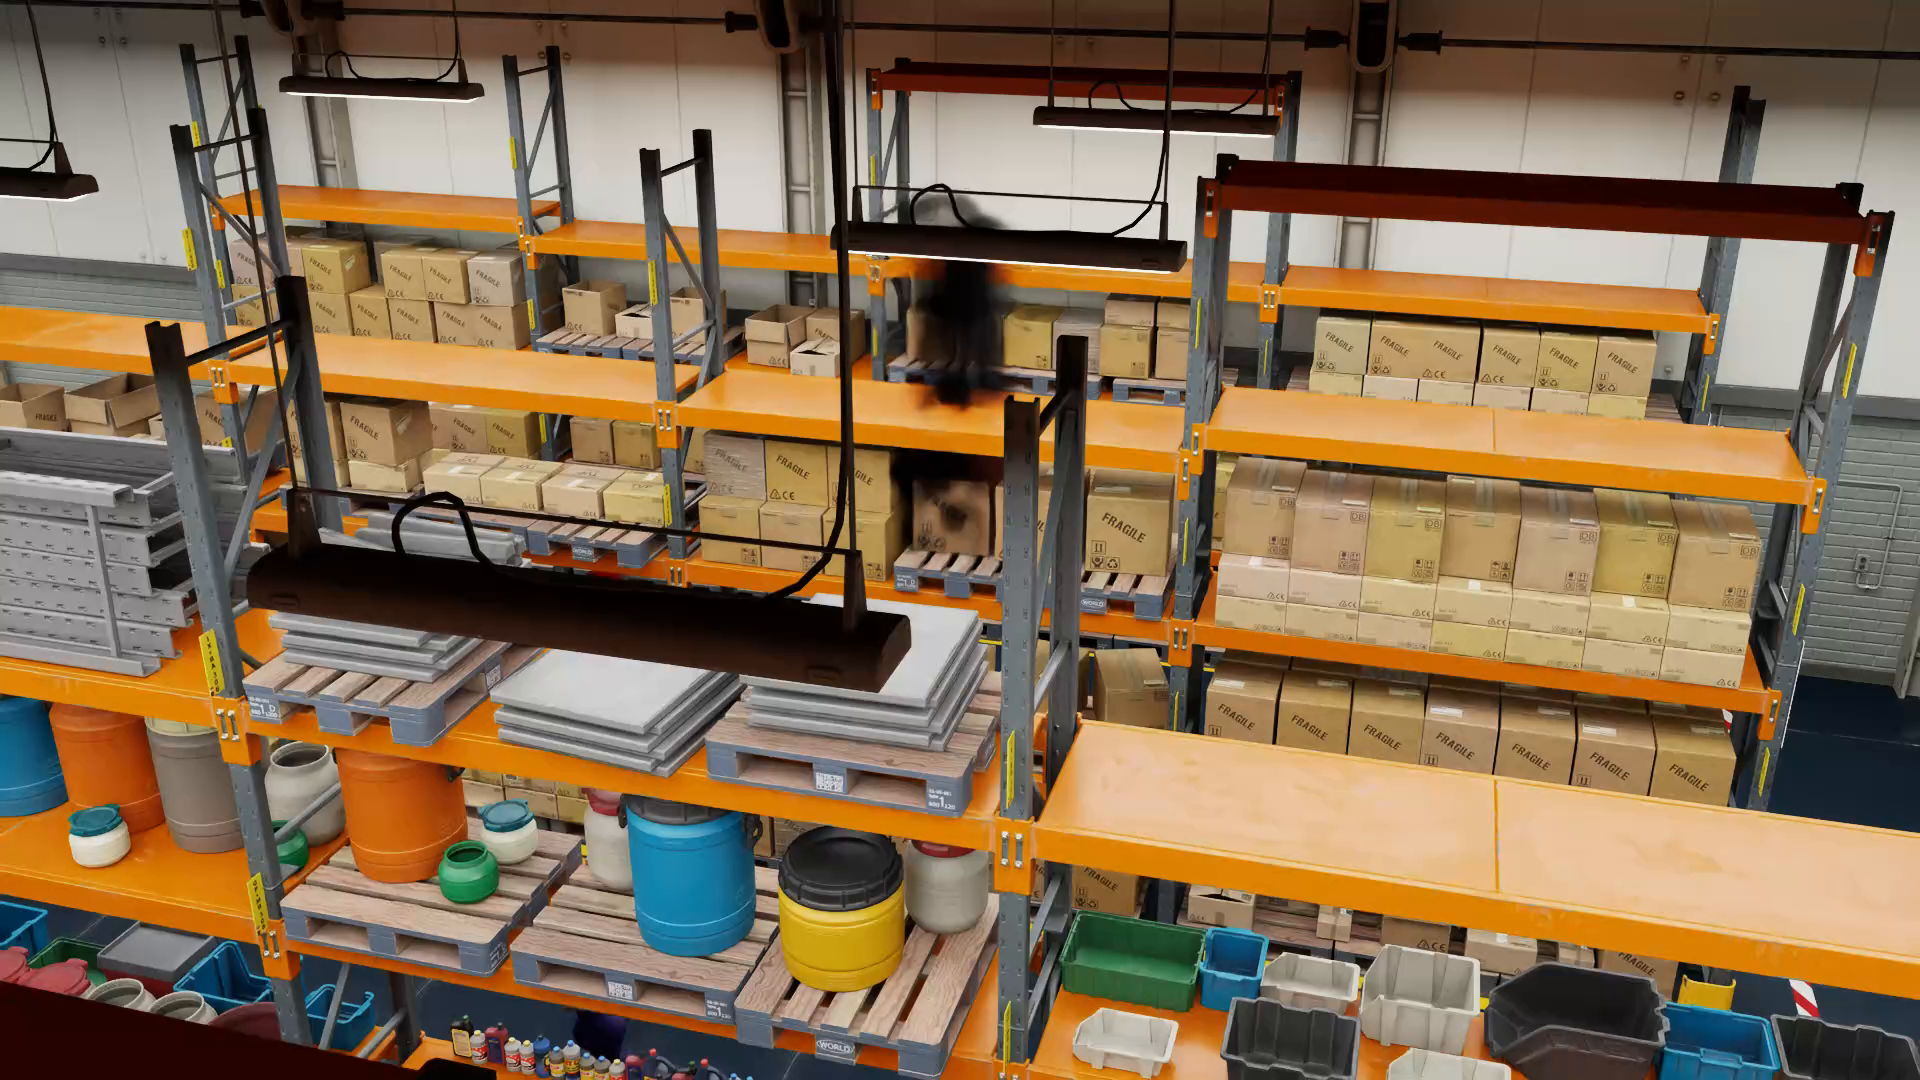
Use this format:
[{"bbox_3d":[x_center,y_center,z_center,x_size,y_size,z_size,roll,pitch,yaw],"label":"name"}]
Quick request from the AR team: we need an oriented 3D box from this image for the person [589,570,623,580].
[{"bbox_3d":[-3.683,0.572,17.210,0.673,1.676,0.648,-1,23,-2],"label":"person"}]

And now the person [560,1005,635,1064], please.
[{"bbox_3d":[-2.428,3.166,11.113,0.732,1.573,0.591,5,23,12],"label":"person"}]
